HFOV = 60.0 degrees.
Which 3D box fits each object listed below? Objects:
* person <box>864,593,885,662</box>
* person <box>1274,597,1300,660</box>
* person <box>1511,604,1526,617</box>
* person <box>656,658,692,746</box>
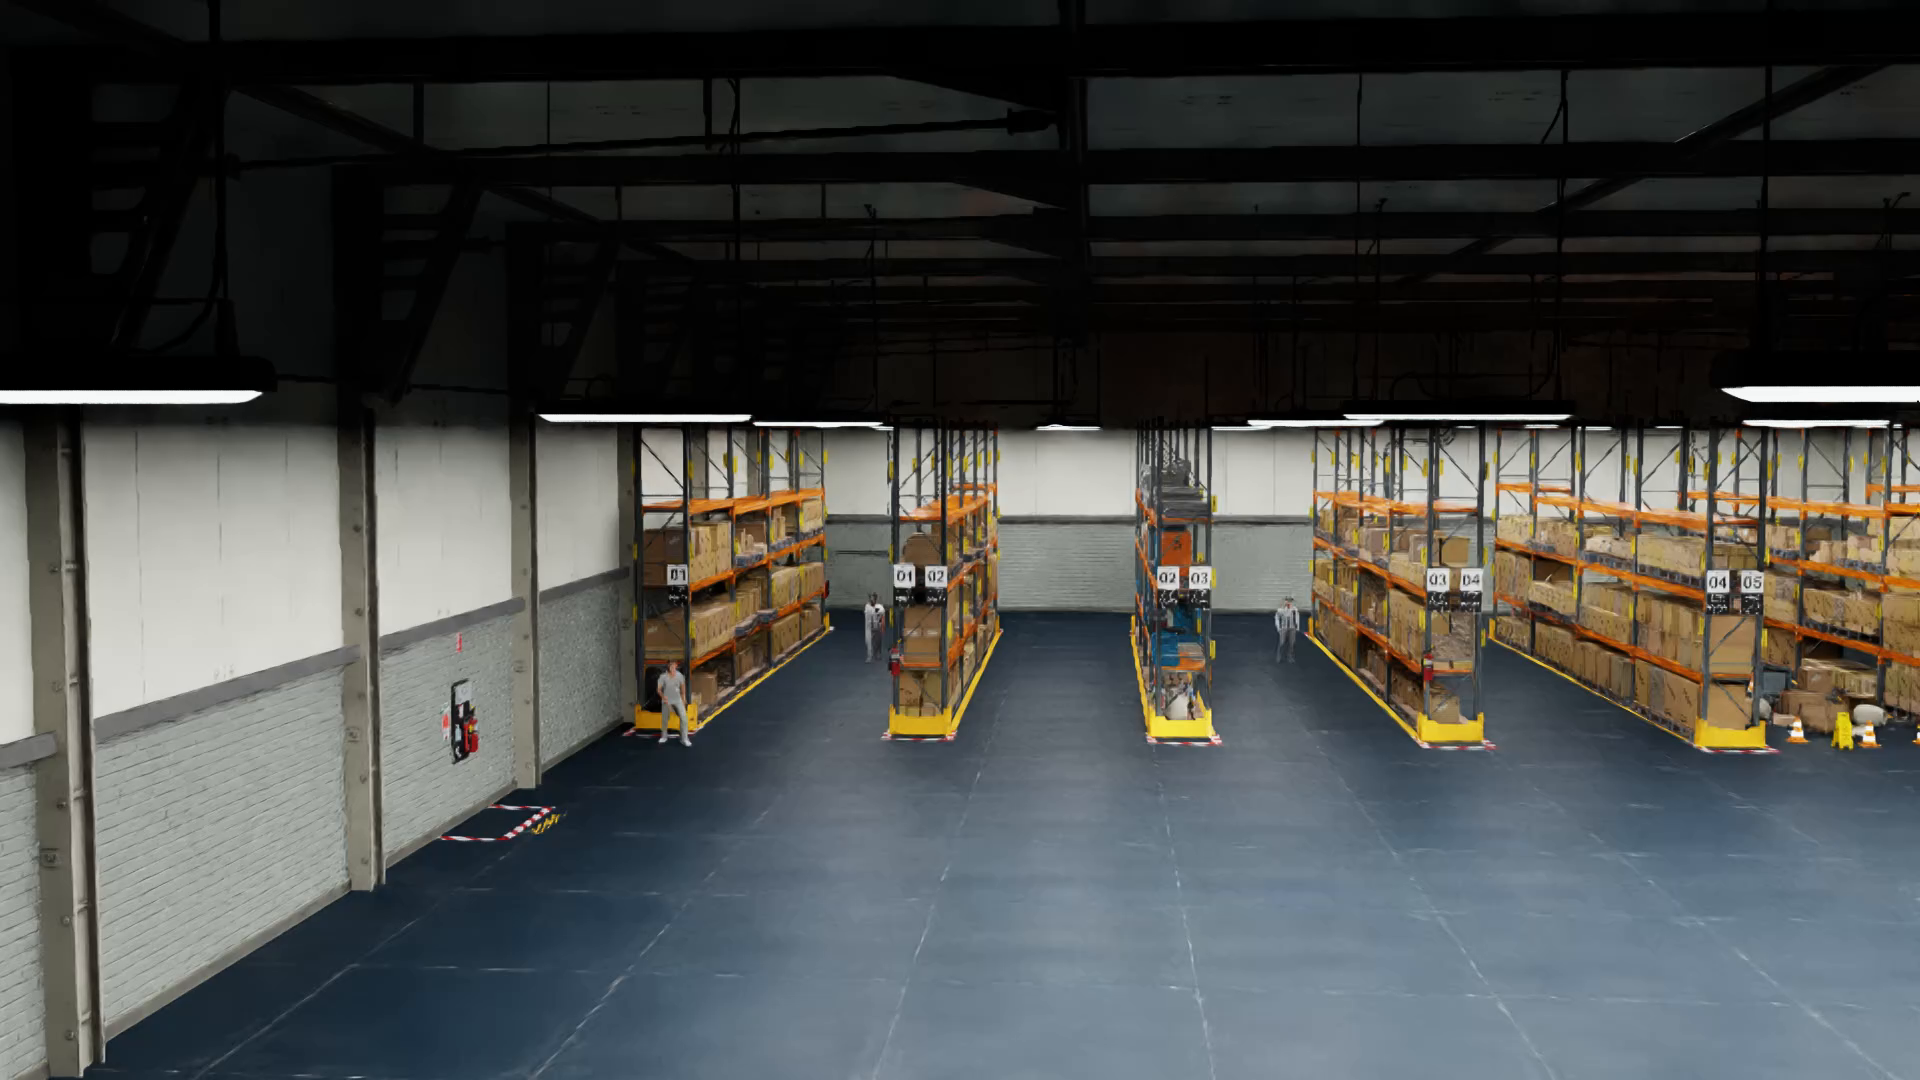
[{"bbox_3d":[-2.129,2.149,41.459,0.554,1.694,1.031,0,4,4],"label":"person"},{"bbox_3d":[8.177,2.204,41.540,0.639,1.632,0.506,0,4,2],"label":"person"},{"bbox_3d":[16.811,1.654,49.941,0.484,1.621,0.948,2,4,28],"label":"person"},{"bbox_3d":[-5.223,2.933,30.274,0.613,1.607,0.802,-1,4,-15],"label":"person"}]
